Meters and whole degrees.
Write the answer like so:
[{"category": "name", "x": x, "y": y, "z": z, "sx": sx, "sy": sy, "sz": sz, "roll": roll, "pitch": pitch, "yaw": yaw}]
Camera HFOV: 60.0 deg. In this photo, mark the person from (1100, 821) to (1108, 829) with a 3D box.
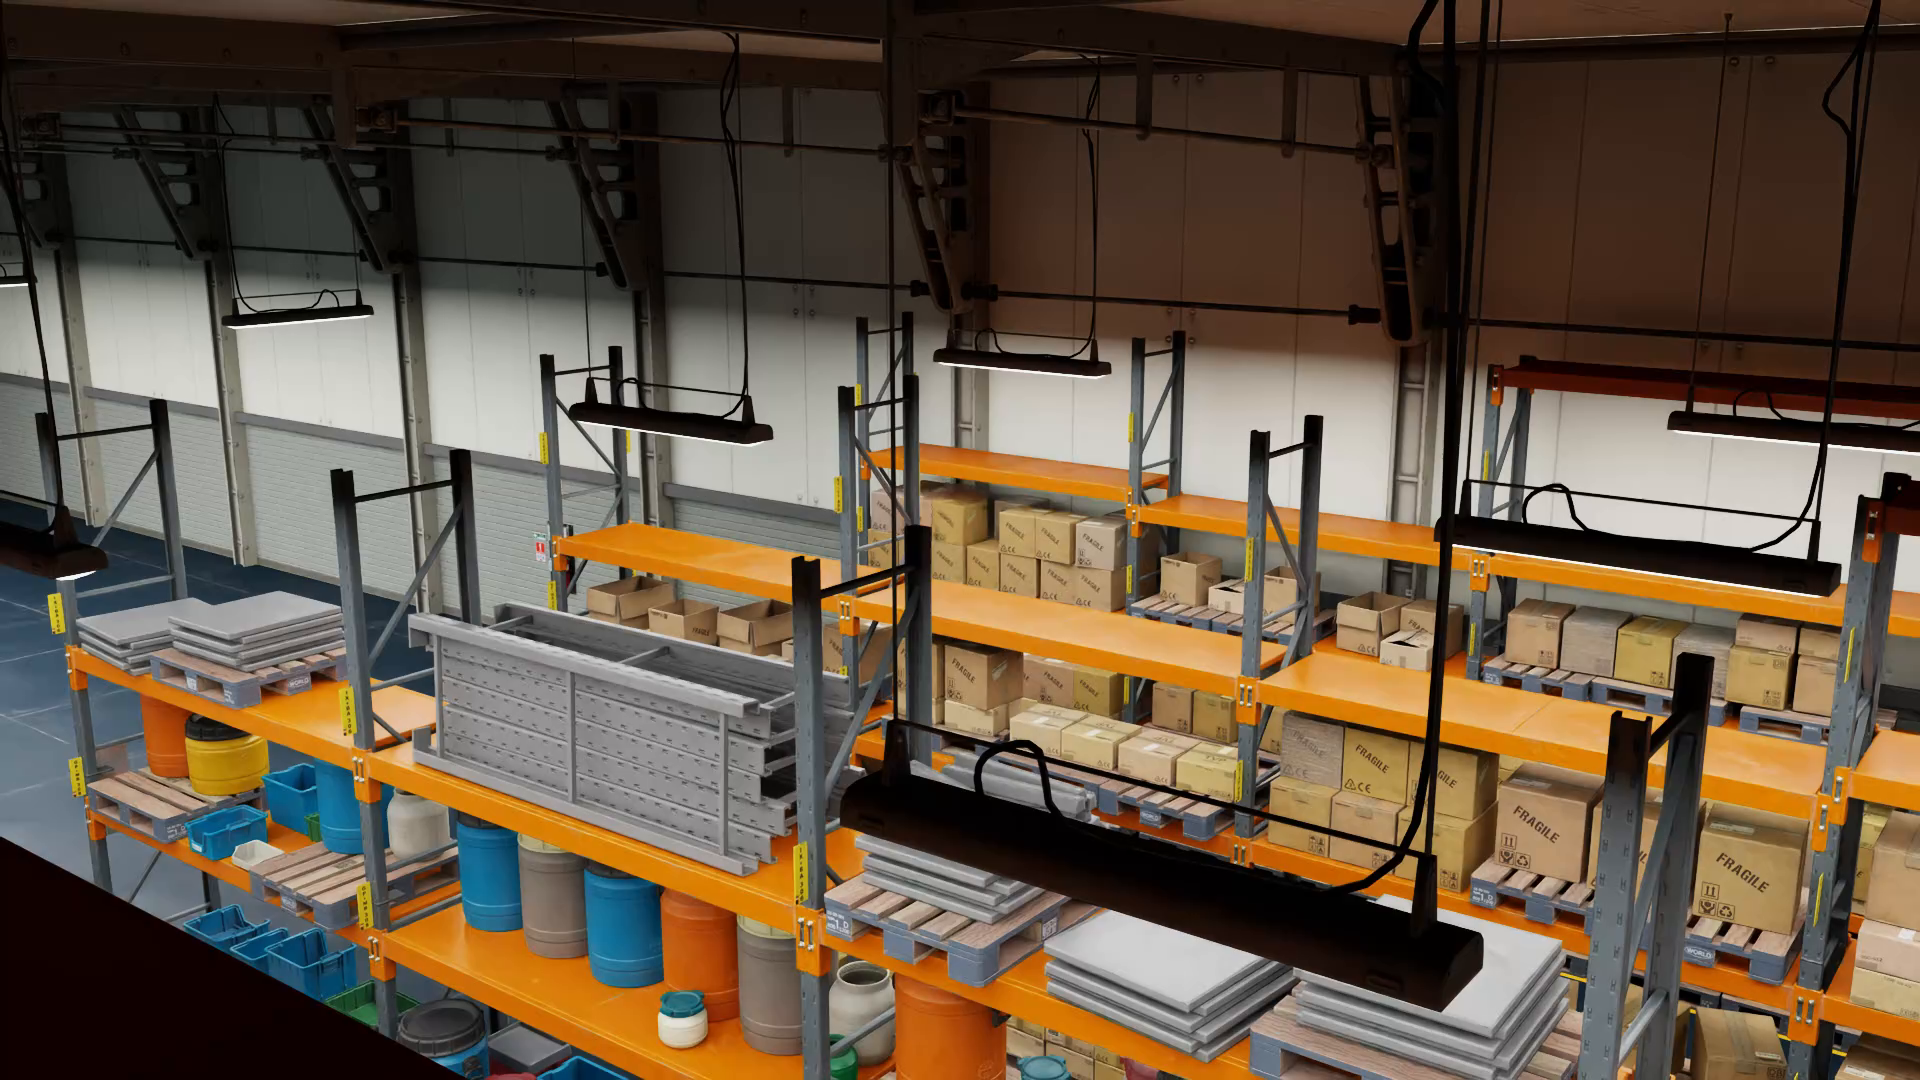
[{"category": "person", "x": 1.400, "y": 3.036, "z": 18.245, "sx": 0.588, "sy": 1.789, "sz": 0.518, "roll": -12, "pitch": 17, "yaw": -41}]
